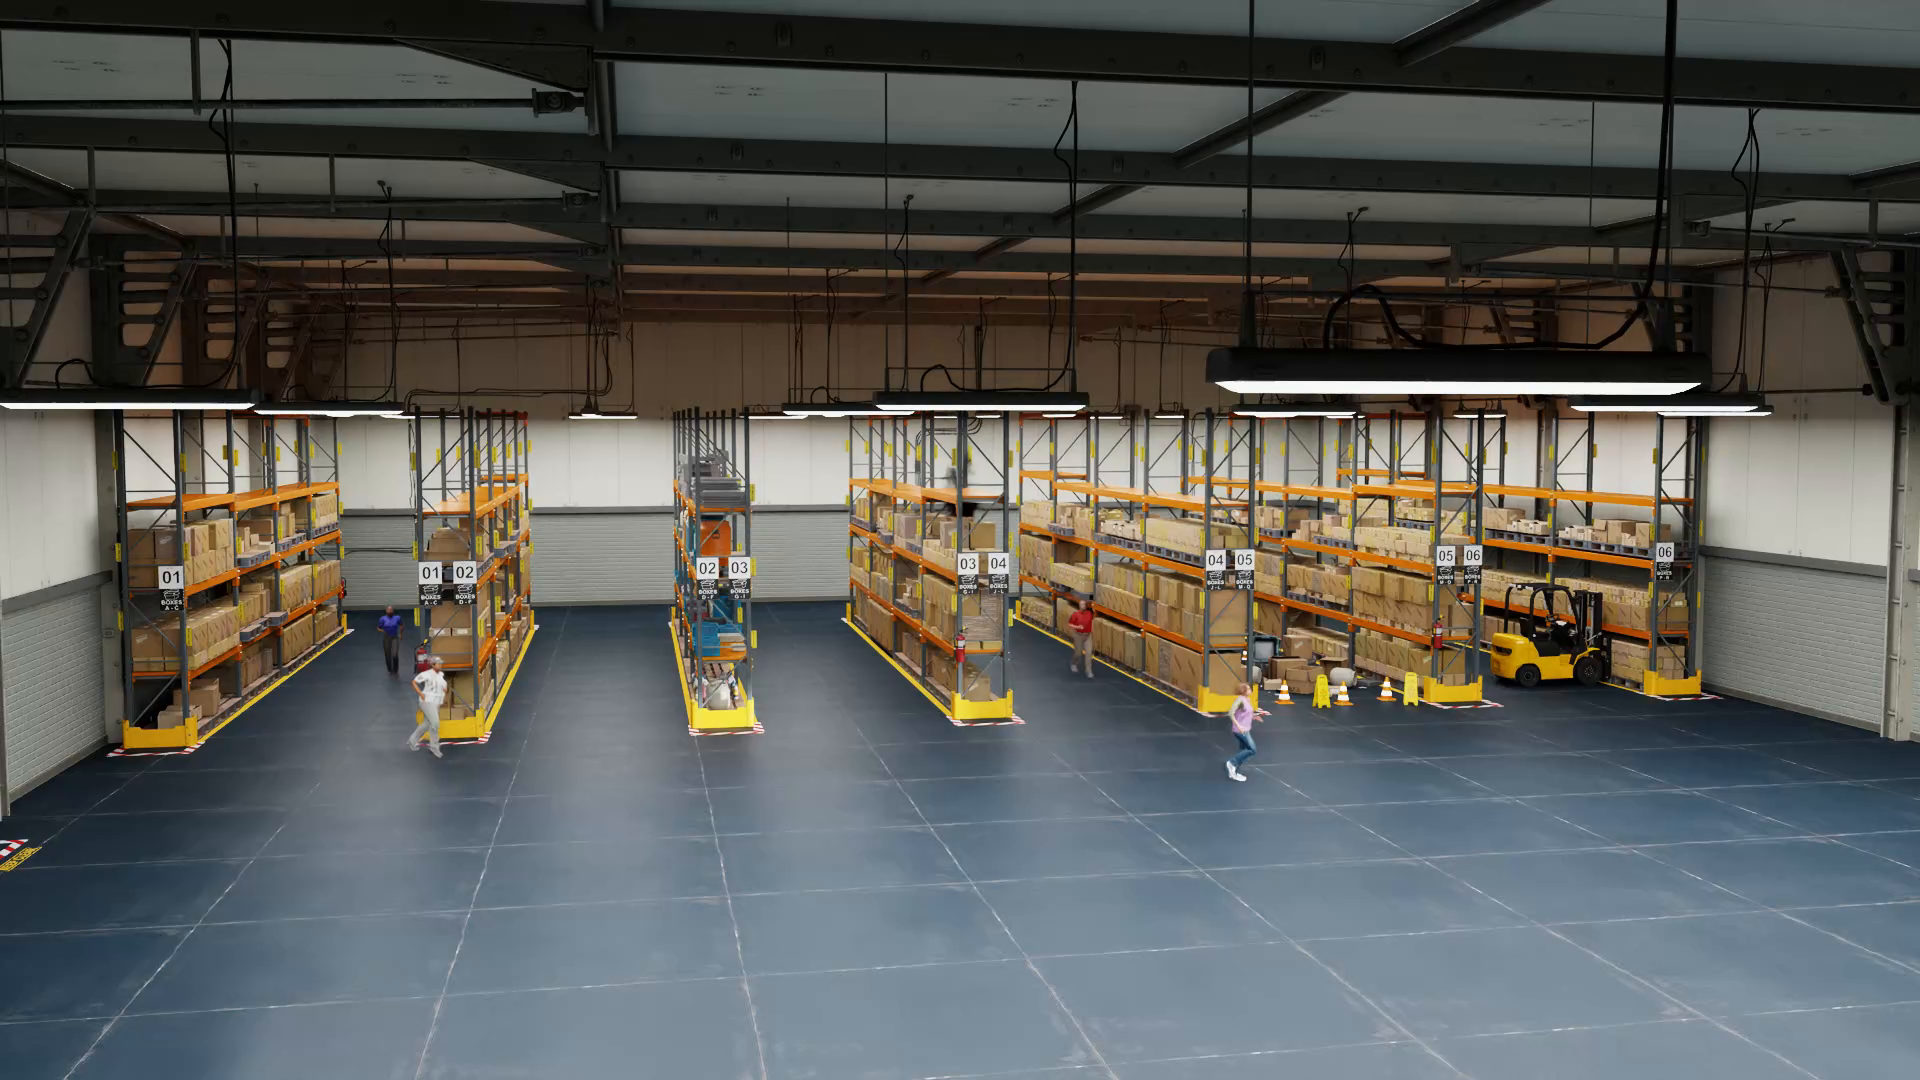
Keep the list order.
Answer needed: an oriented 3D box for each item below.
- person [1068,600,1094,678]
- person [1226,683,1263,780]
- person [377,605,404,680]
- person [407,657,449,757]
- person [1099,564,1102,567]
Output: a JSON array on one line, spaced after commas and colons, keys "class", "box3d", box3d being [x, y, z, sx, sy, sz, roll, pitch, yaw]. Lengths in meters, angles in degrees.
[{"class": "person", "box3d": [2.747, 2.187, 37.166, 0.665, 1.699, 1.010, -1, 4, -17]}, {"class": "person", "box3d": [4.556, 3.055, 26.546, 0.536, 1.567, 0.521, 2, 4, 22]}, {"class": "person", "box3d": [-12.671, 2.295, 36.994, 0.566, 1.688, 0.727, -1, 4, -16]}, {"class": "person", "box3d": [-9.164, 2.866, 28.791, 0.789, 1.693, 0.629, 1, 4, 17]}, {"class": "person", "box3d": [4.011, 1.527, 46.917, 0.660, 1.722, 0.626, -1, 4, -13]}]
